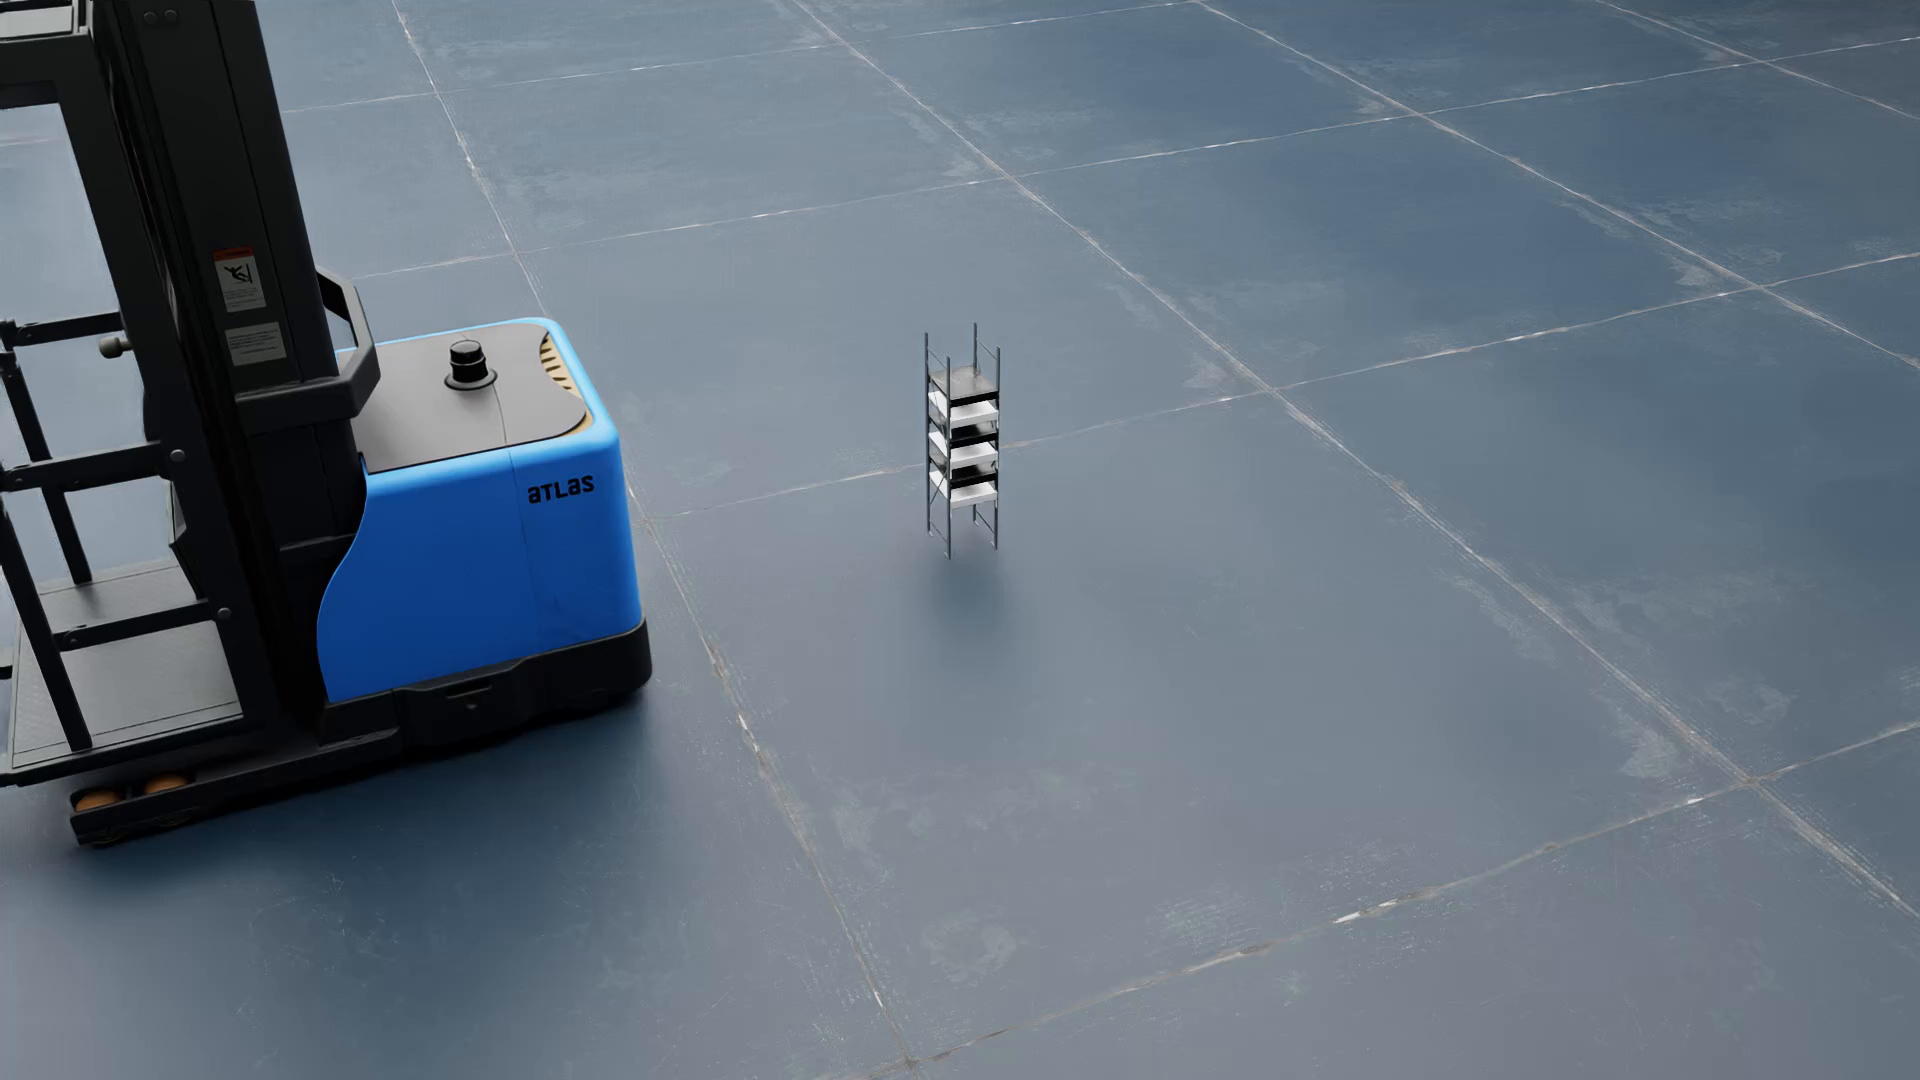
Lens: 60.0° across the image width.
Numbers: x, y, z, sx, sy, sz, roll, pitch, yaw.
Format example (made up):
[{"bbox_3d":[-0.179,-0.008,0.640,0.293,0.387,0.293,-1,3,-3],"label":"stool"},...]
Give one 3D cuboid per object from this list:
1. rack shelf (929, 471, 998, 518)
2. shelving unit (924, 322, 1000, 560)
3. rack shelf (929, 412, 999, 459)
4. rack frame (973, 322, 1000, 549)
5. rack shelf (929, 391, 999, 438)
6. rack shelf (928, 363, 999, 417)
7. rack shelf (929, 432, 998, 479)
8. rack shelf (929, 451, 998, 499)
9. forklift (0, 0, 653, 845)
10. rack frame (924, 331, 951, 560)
[{"bbox_3d":[0.007,-0.200,6.624,0.200,0.077,0.258,-13,35,-19],"label":"rack shelf"},{"bbox_3d":[0.007,-0.379,6.507,0.210,0.900,0.258,-13,35,-19],"label":"shelving unit"},{"bbox_3d":[0.007,-0.426,6.476,0.200,0.077,0.258,-13,35,-19],"label":"rack shelf"},{"bbox_3d":[0.101,-0.400,6.540,0.006,0.900,0.240,-13,35,-19],"label":"rack frame"},{"bbox_3d":[0.007,-0.502,6.427,0.200,0.077,0.258,-13,35,-19],"label":"rack shelf"},{"bbox_3d":[0.007,-0.577,6.378,0.200,0.077,0.258,-13,35,-19],"label":"rack shelf"},{"bbox_3d":[0.007,-0.351,6.525,0.200,0.077,0.258,-13,35,-19],"label":"rack shelf"},{"bbox_3d":[0.007,-0.276,6.574,0.200,0.077,0.258,-13,35,-19],"label":"rack shelf"},{"bbox_3d":[-2.655,-0.596,4.978,3.031,2.935,1.130,-13,35,-20],"label":"forklift"},{"bbox_3d":[-0.086,-0.357,6.474,0.006,0.900,0.240,-13,35,-19],"label":"rack frame"}]
